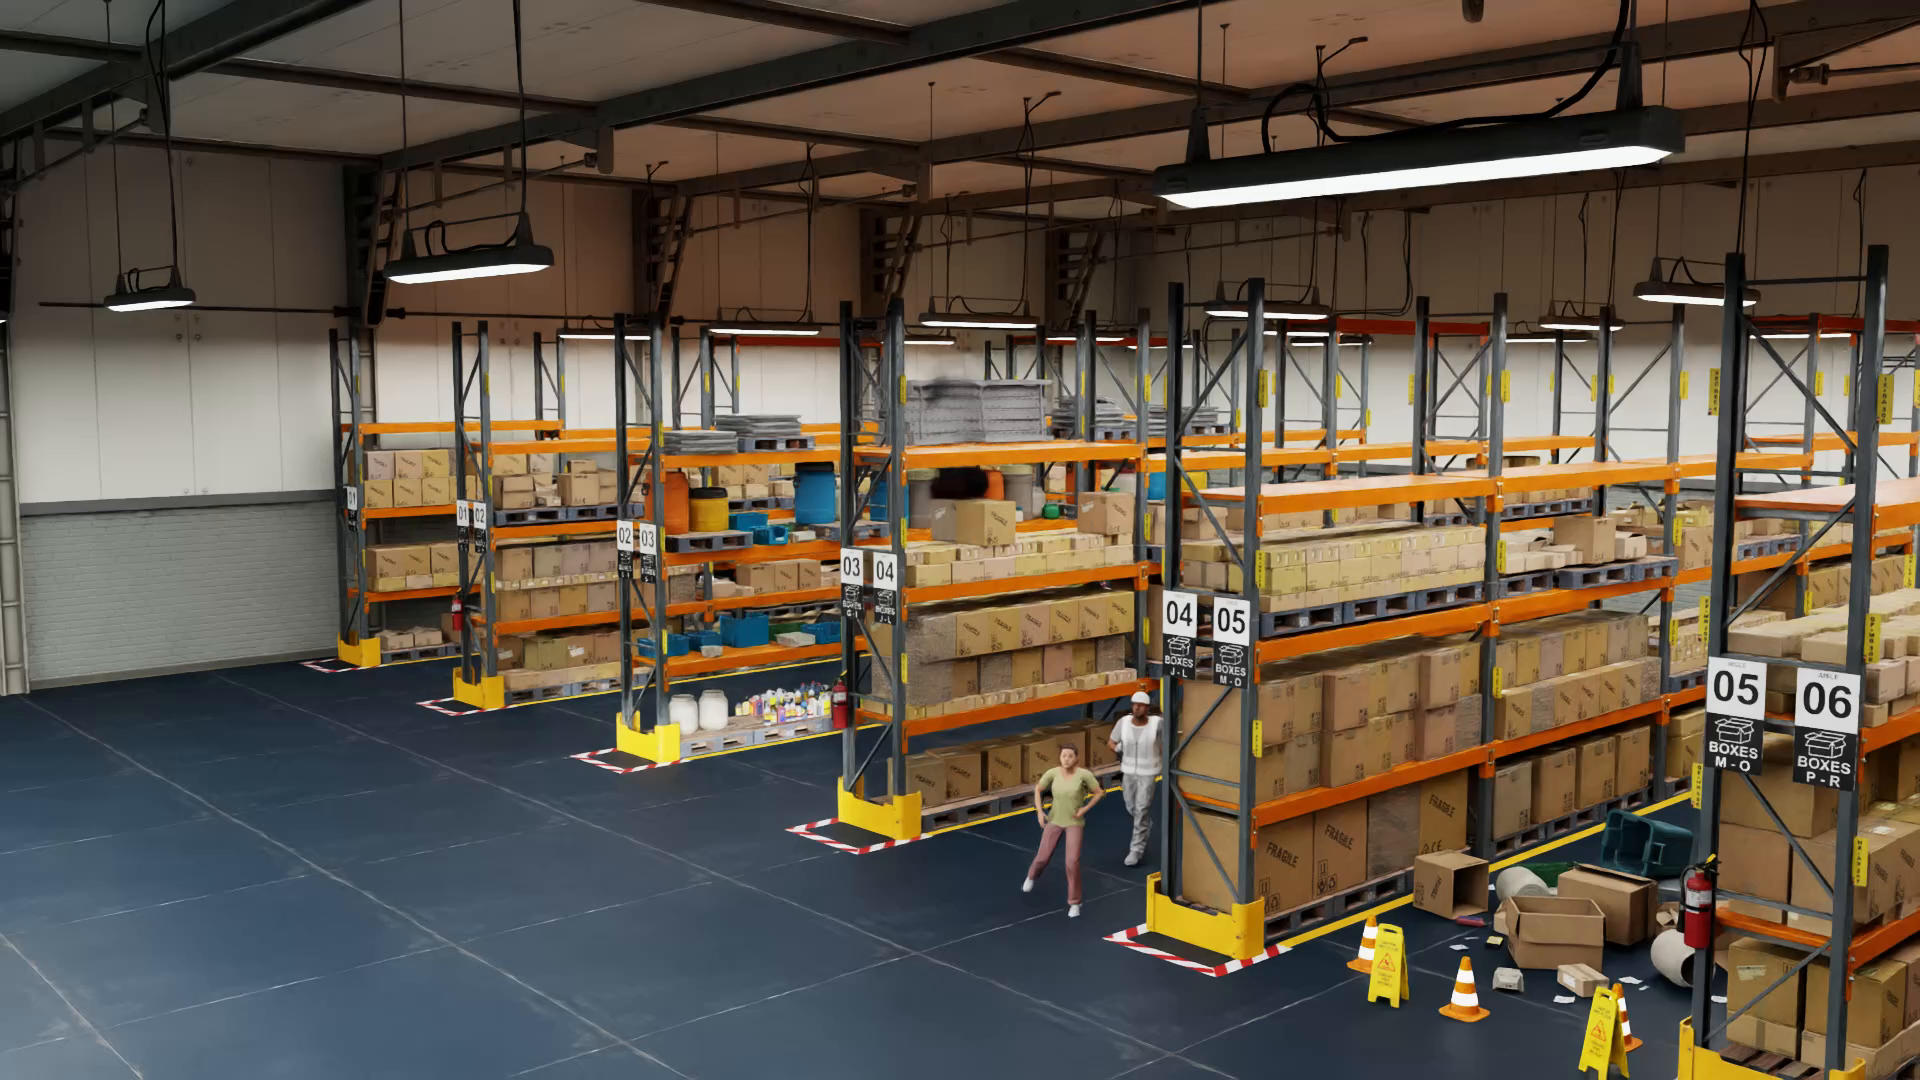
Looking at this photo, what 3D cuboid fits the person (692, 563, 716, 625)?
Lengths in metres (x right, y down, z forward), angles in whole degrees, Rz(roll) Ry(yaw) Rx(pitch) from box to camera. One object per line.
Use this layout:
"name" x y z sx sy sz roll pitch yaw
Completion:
"person" -4.842 1.212 31.570 0.632 1.679 0.555 -5 8 -43

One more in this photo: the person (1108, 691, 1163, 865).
"person" 1.928 2.492 17.803 0.697 1.777 0.956 3 6 26

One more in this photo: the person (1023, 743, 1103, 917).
"person" 0.991 2.784 16.191 0.792 1.660 0.677 1 6 8
